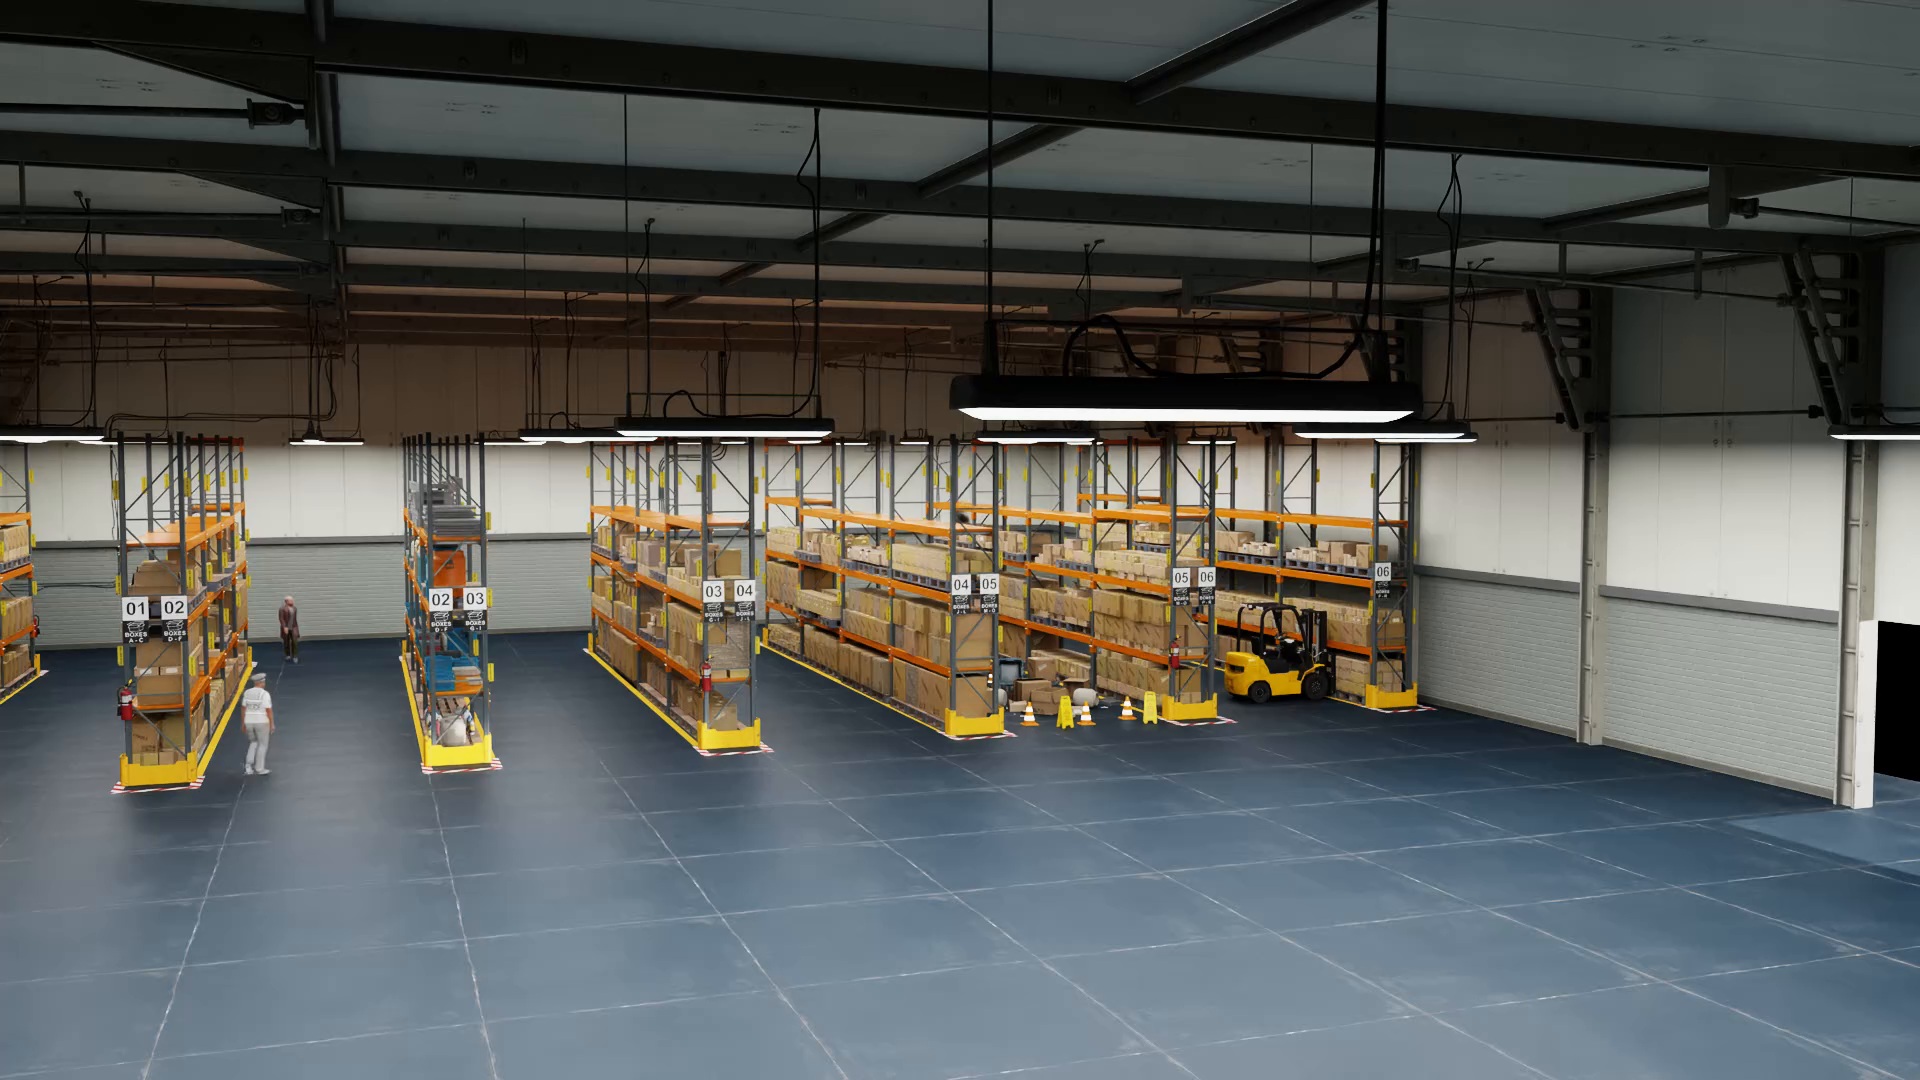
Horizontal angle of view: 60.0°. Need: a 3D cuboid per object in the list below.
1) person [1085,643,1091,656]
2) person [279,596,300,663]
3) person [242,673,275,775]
[{"bbox_3d":[3.489,2.432,45.028,0.563,1.732,0.723,-1,3,-23],"label":"person"},{"bbox_3d":[-17.916,2.373,44.419,0.520,1.728,1.047,-1,3,-22],"label":"person"},{"bbox_3d":[-12.320,3.254,29.176,0.599,1.825,0.479,1,3,11],"label":"person"}]
